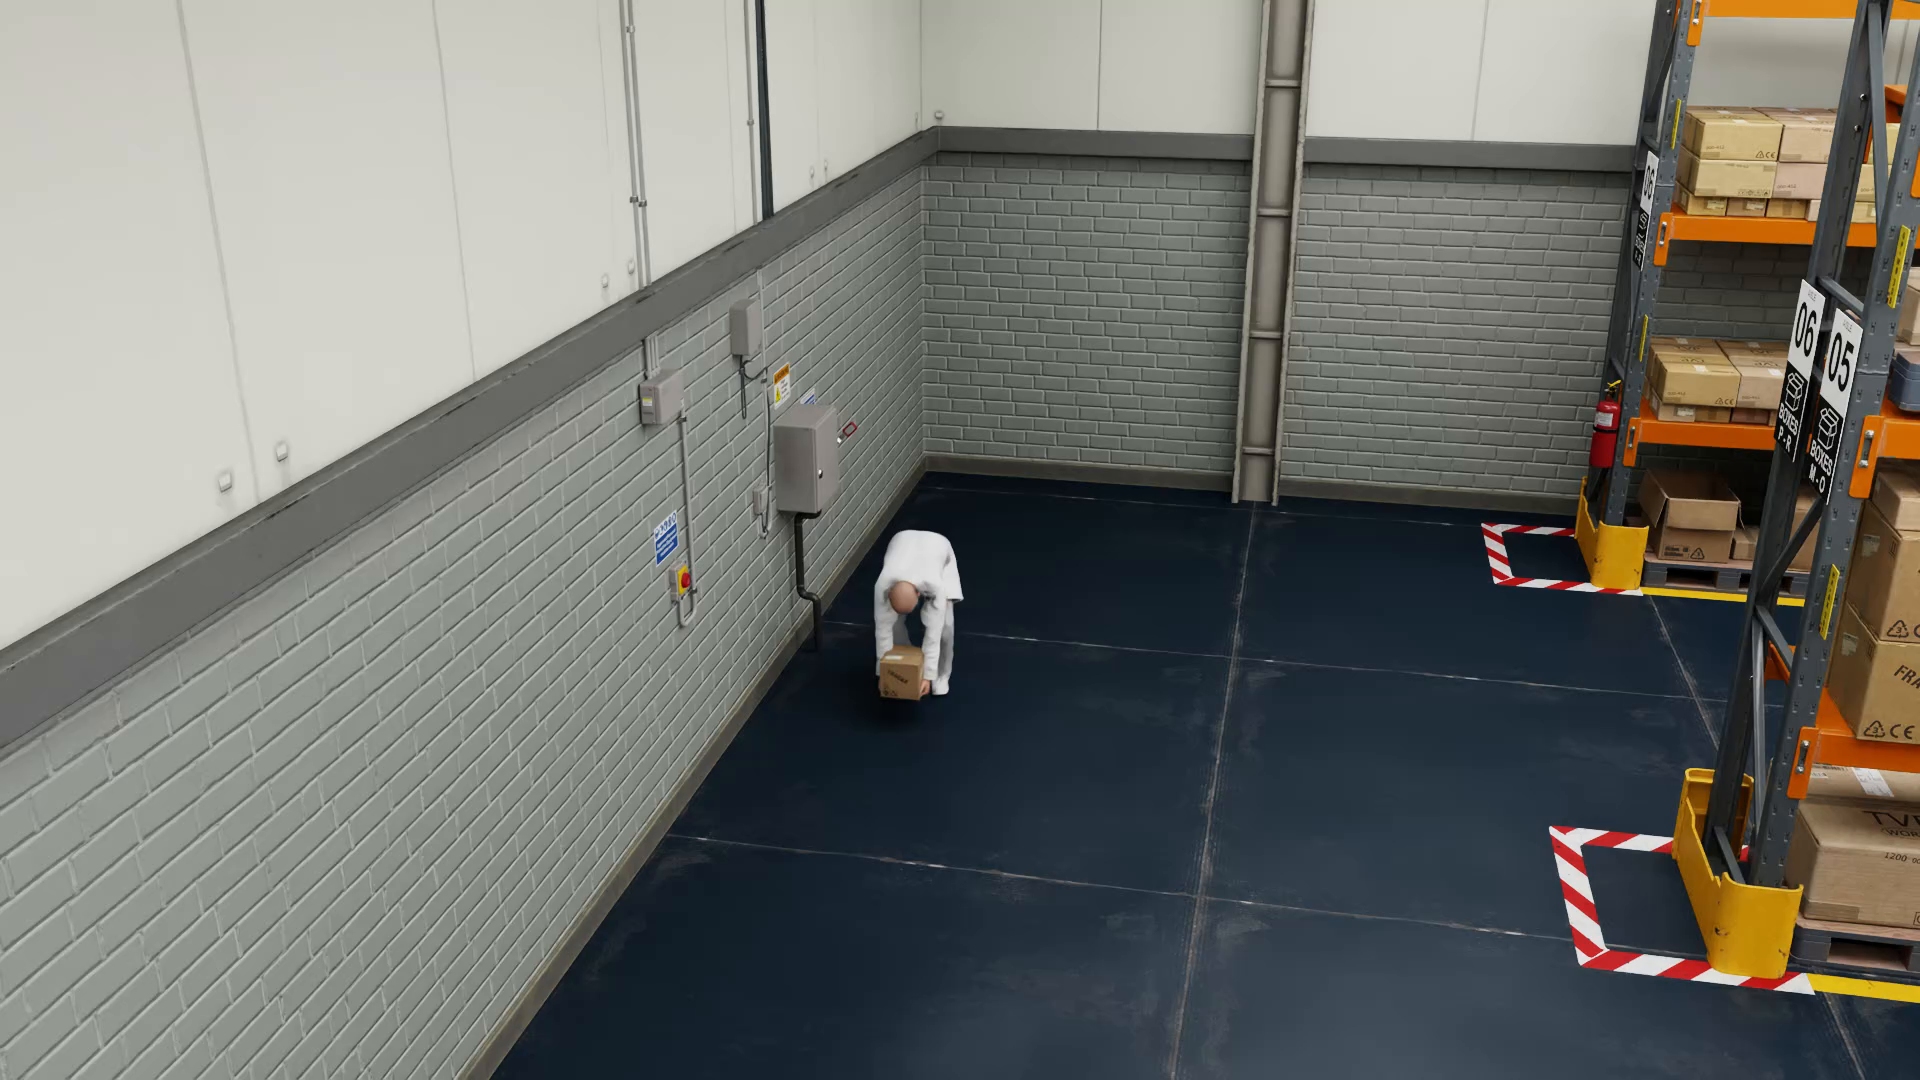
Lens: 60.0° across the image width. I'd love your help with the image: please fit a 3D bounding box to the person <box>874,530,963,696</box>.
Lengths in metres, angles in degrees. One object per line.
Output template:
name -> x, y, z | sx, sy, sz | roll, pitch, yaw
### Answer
person -> -0.296, 0.527, 10.696 | 0.579, 1.090, 0.941 | 3, 22, 9
